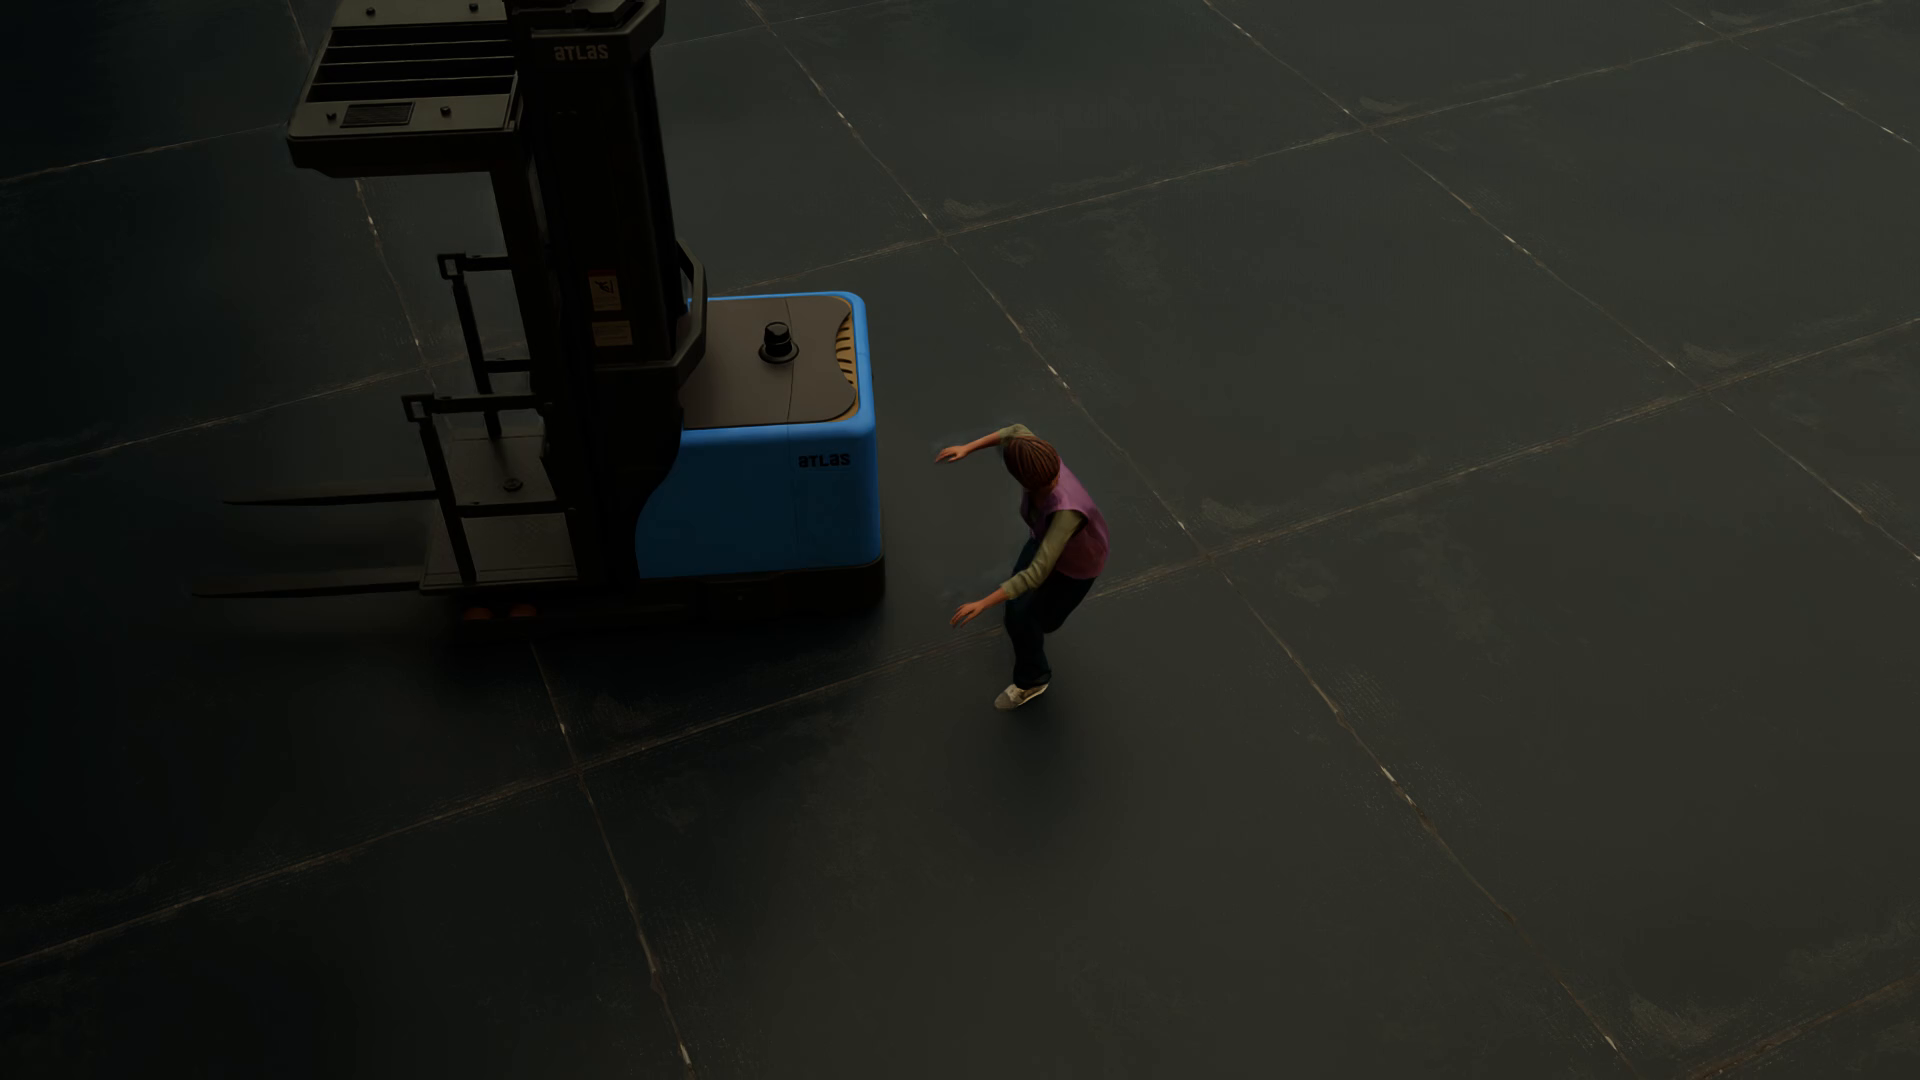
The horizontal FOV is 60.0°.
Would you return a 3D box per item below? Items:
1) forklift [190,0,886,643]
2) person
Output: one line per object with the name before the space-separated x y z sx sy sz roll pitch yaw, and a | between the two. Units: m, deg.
forklift | -1.882 -0.994 6.745 3.031 2.935 1.130 -4 43 -4
person | 0.167 0.075 6.774 0.727 1.374 1.037 28 50 27
